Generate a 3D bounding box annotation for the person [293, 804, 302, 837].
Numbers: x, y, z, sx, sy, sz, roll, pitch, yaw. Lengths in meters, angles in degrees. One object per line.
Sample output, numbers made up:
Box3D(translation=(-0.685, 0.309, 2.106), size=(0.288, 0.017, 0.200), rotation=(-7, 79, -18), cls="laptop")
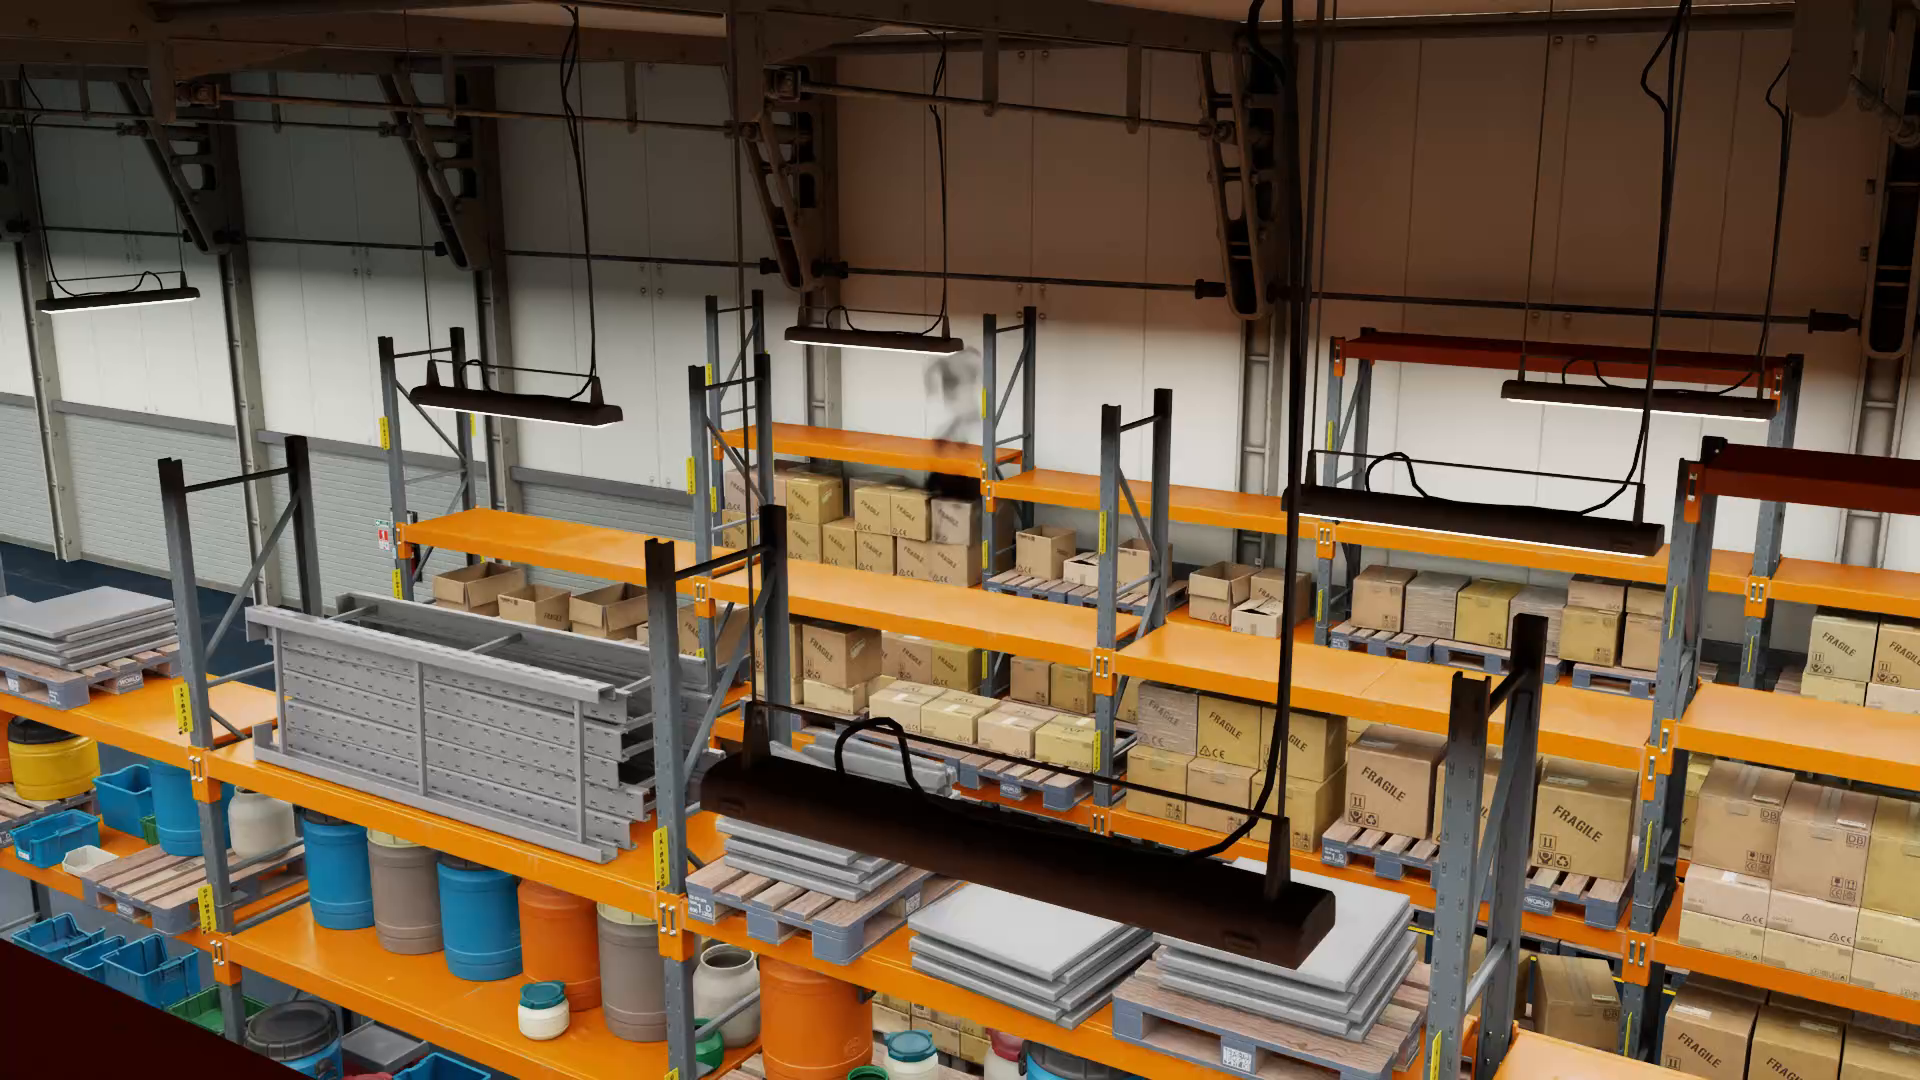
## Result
Box3D(translation=(-7.533, 2.700, 18.962), size=(0.725, 1.619, 0.576), rotation=(-11, 18, -37), cls="person")
